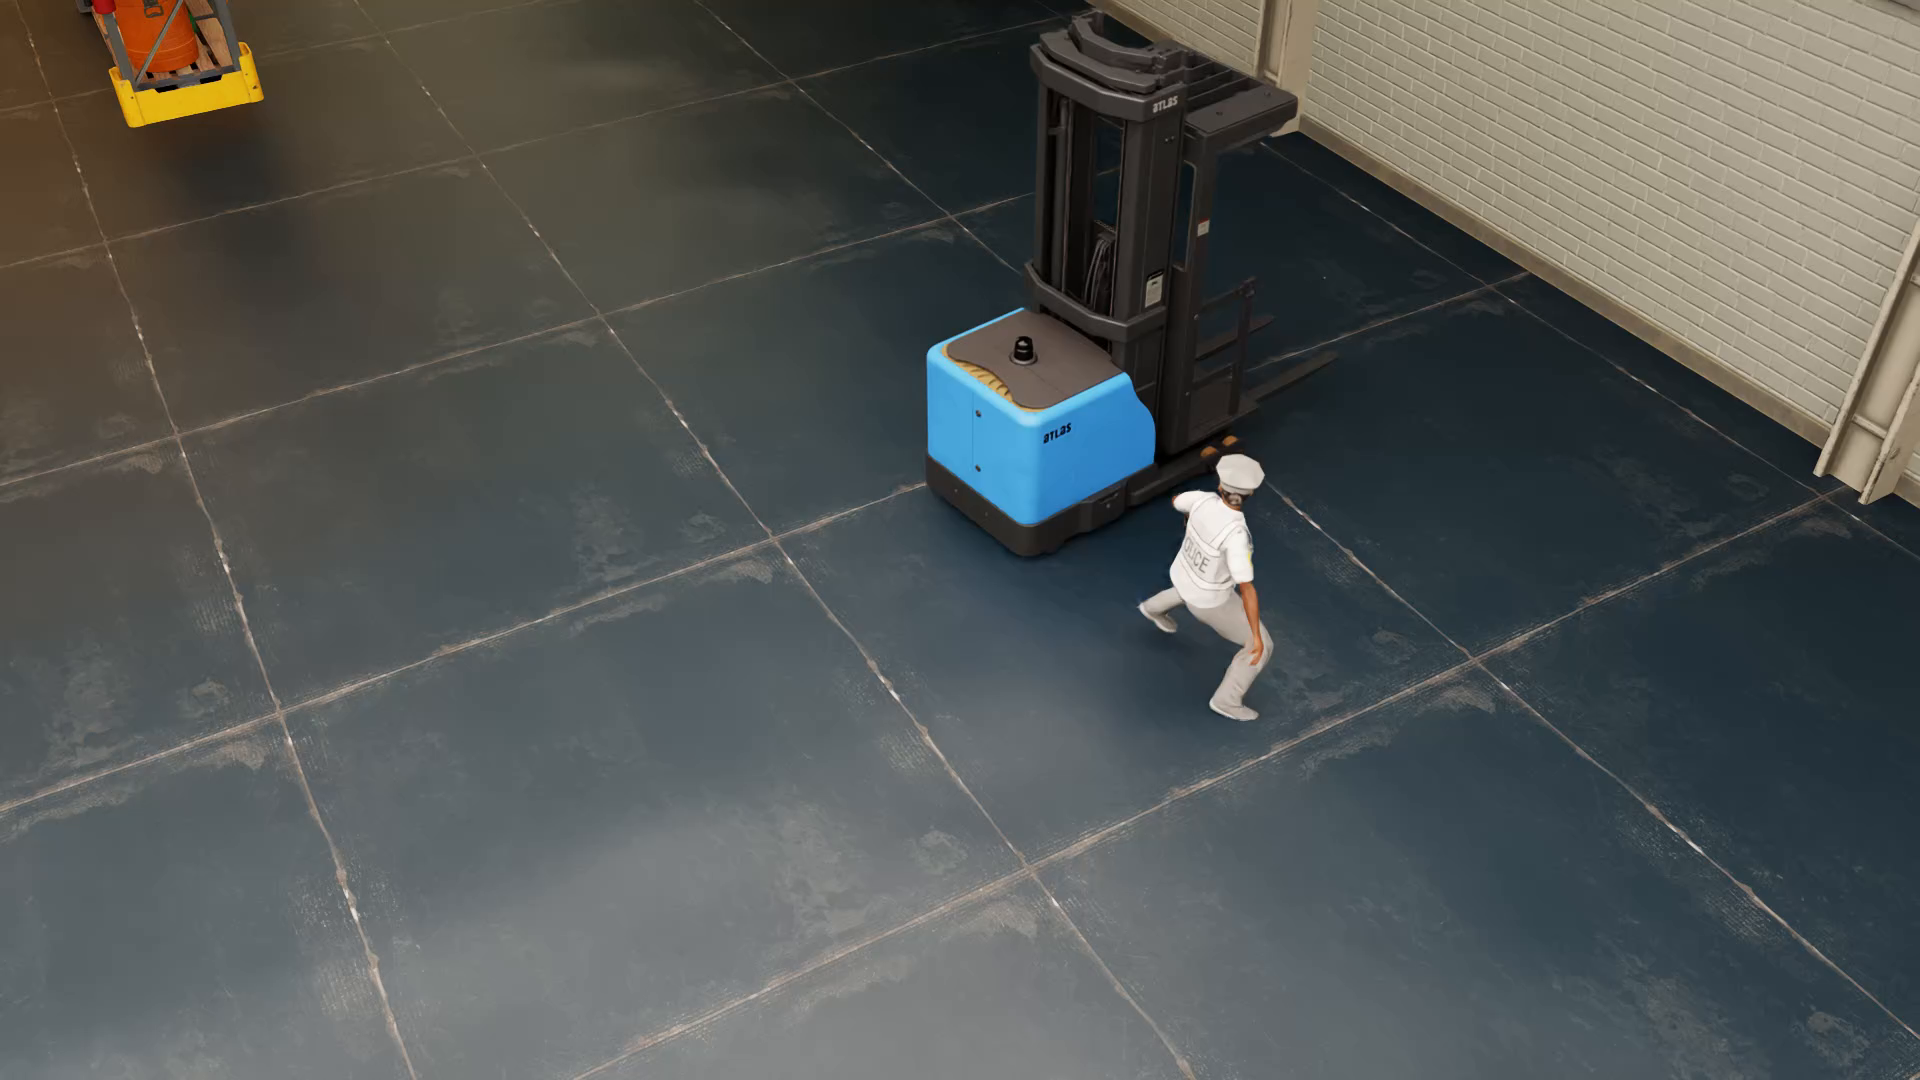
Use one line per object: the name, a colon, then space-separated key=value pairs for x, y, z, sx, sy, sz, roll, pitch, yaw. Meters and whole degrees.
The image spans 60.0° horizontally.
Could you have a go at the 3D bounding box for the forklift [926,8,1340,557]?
forklift: x=1.249 y=-1.808 z=10.216 sx=3.031 sy=2.935 sz=1.130 roll=-27 pitch=47 yaw=-29

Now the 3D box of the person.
person: x=1.389 y=0.250 z=8.892 sx=0.472 sy=1.548 sz=1.047 roll=-11 pitch=41 yaw=-13
